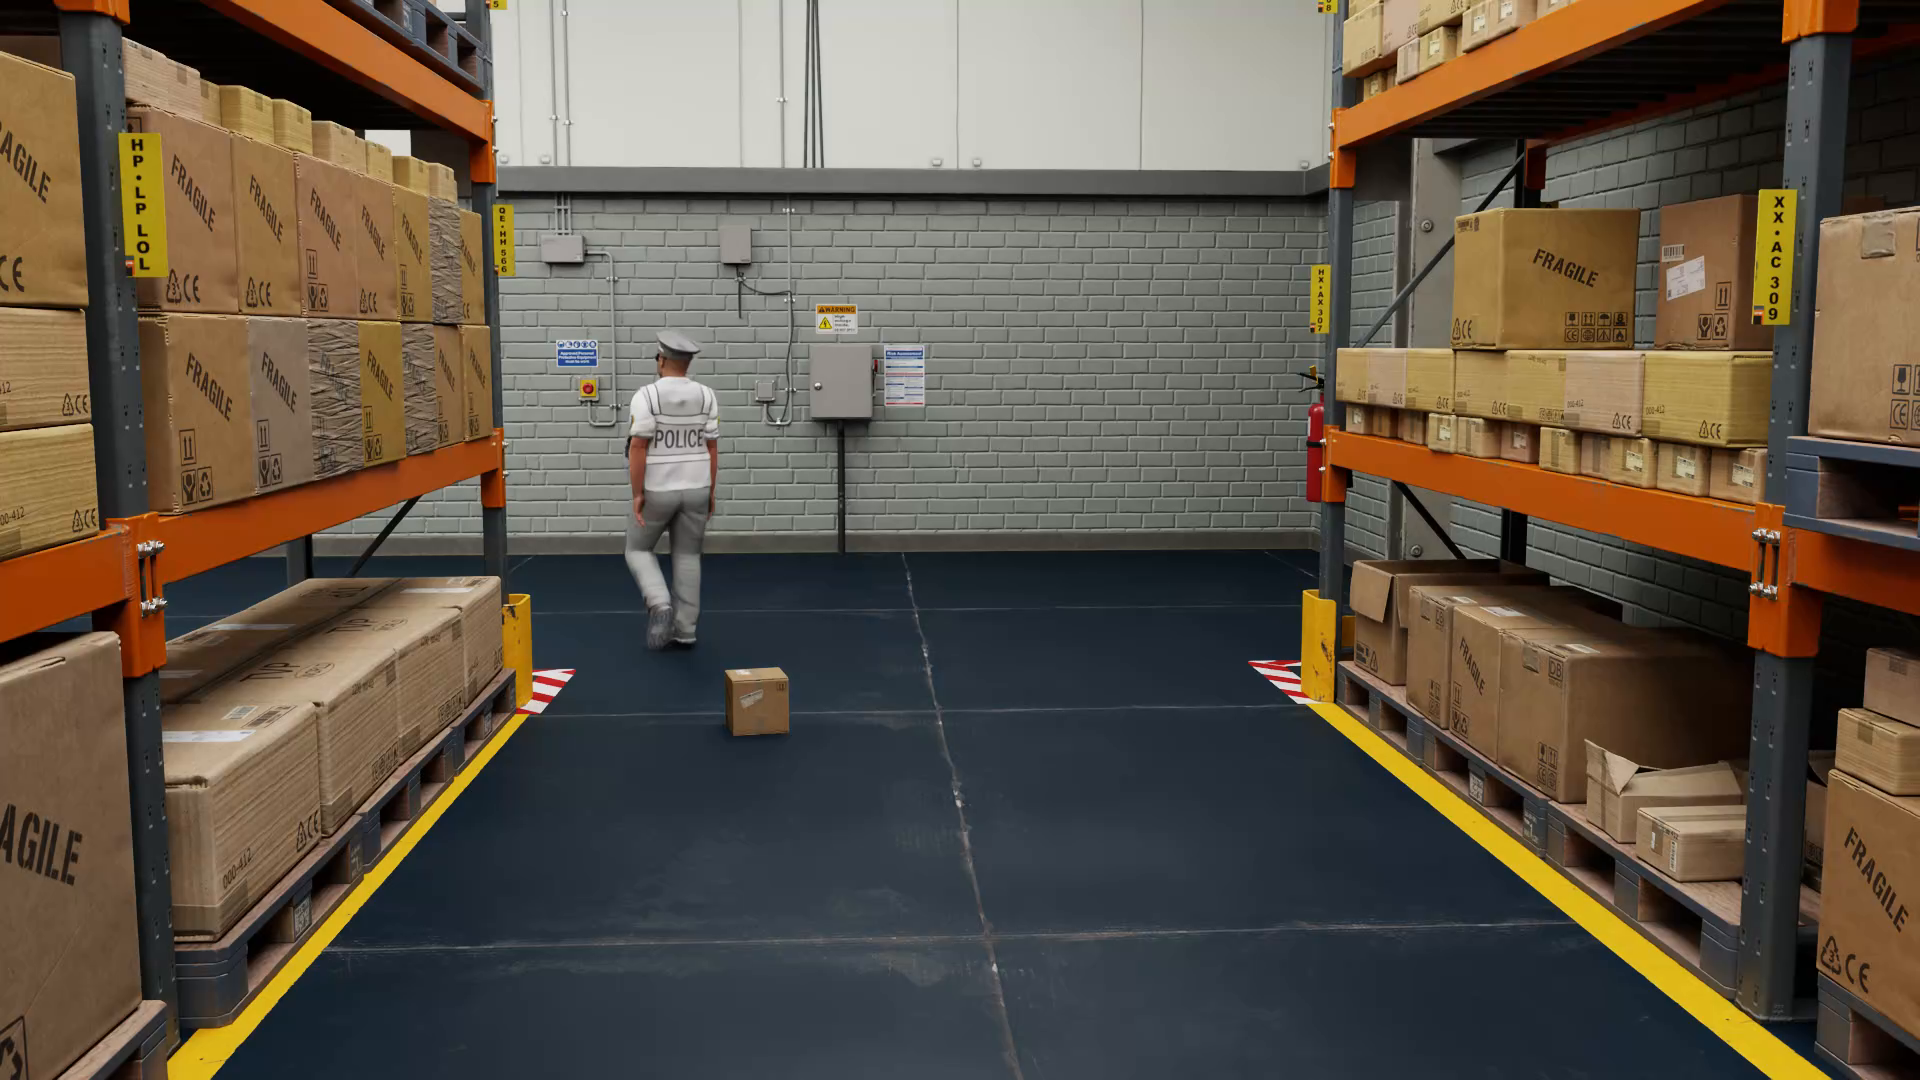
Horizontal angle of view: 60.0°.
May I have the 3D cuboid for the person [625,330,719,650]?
[{"bbox_3d":[-1.620,-0.277,9.338,0.545,1.782,0.484,-4,8,-28],"label":"person"}]
